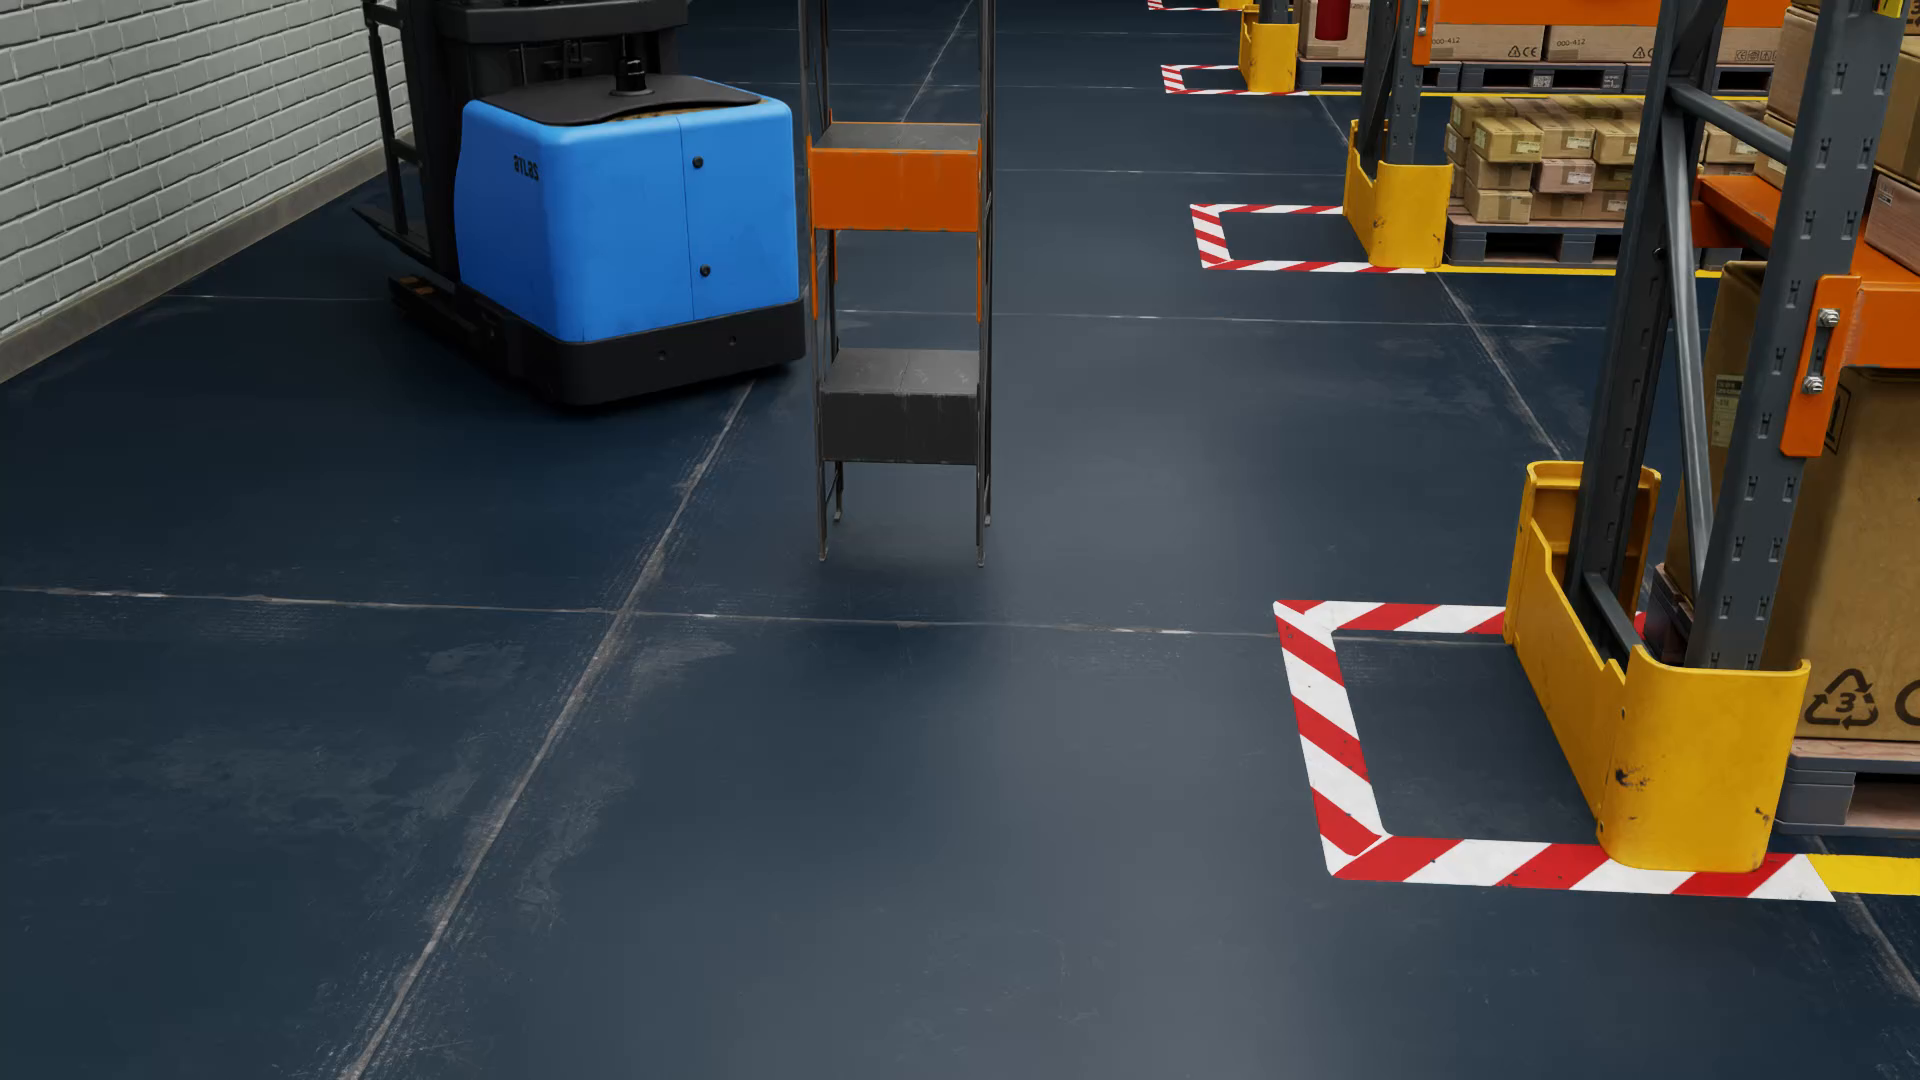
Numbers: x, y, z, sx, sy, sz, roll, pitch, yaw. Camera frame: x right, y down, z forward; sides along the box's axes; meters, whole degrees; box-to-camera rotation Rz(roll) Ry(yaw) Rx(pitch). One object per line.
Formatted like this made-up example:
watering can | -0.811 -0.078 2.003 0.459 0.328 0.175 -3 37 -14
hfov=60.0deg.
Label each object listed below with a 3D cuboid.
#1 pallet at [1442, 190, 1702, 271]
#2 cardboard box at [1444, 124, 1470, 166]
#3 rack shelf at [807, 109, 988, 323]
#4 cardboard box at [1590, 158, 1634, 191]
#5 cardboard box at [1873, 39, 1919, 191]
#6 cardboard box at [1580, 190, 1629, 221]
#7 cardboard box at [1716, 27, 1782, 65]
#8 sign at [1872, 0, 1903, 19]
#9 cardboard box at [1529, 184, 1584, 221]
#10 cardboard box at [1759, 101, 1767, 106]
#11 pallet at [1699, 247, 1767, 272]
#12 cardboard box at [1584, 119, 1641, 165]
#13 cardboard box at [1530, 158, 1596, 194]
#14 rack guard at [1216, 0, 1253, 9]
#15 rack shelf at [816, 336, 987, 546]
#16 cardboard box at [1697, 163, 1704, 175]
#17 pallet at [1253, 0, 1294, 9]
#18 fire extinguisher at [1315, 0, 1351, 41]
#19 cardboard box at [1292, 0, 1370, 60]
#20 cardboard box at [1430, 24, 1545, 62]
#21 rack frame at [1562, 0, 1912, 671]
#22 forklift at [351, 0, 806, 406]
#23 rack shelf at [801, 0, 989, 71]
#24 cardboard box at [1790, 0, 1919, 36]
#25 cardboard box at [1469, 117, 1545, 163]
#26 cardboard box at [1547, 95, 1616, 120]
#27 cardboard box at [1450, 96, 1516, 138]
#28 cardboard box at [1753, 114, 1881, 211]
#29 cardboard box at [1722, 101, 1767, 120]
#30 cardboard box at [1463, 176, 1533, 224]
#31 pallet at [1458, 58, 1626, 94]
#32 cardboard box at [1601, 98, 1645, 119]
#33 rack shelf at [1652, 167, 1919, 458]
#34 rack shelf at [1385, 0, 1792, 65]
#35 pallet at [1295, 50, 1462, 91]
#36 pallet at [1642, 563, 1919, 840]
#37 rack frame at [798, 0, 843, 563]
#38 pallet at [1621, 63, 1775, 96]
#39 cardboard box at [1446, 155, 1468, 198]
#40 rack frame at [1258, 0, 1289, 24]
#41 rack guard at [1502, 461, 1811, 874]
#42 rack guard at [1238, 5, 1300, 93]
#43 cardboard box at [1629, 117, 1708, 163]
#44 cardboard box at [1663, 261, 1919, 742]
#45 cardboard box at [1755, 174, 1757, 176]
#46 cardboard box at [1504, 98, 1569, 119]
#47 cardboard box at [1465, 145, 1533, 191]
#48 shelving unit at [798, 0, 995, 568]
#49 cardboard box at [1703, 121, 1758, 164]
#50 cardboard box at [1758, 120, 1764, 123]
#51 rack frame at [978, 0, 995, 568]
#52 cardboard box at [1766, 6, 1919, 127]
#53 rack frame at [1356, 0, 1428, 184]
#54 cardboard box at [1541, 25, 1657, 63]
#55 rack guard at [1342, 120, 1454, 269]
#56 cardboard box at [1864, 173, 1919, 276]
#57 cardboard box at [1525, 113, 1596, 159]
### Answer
pallet | 3.044 -1.630 8.539 1.213 0.211 1.003 2 25 4
cardboard box | 2.709 -2.072 8.718 0.250 0.149 0.380 1 25 3
rack shelf | -0.165 -0.947 4.828 0.480 0.518 0.431 2 25 4
cardboard box | 3.183 -1.843 8.220 0.250 0.149 0.380 2 25 5
cardboard box | 2.138 -0.815 3.255 0.500 0.250 0.500 1 25 3
cardboard box | 3.174 -1.706 8.276 0.250 0.149 0.380 2 25 5
cardboard box | 5.809 -3.969 12.851 0.875 0.438 0.875 1 25 3
sign | 1.632 -1.074 2.864 0.005 0.325 0.100 2 25 4
cardboard box | 2.926 -1.711 8.288 0.250 0.149 0.380 2 25 4
cardboard box | 4.265 -2.135 8.499 0.250 0.149 0.380 2 25 4
pallet | 4.257 -1.589 8.452 1.213 0.211 1.003 2 25 4
cardboard box | 3.183 -1.927 8.046 0.250 0.149 0.380 2 25 4
cardboard box | 2.932 -1.814 8.157 0.250 0.149 0.380 2 25 4
rack guard | 2.891 -5.937 17.554 0.348 0.500 1.175 2 25 4
rack shelf | -0.165 -0.311 5.121 0.480 0.518 0.431 2 25 4
cardboard box | 3.431 -1.790 8.104 0.250 0.149 0.380 3 25 6
pallet | 3.686 -5.780 17.560 1.213 0.211 1.003 2 25 4
fire extinguisher | 1.945 -2.935 8.579 0.183 0.674 0.296 2 25 4
cardboard box | 3.105 -4.053 13.033 0.875 0.438 0.875 1 25 2
cardboard box | 4.018 -4.027 12.977 0.875 0.438 0.875 2 25 5
rack frame | 1.680 -0.875 3.564 0.127 3.000 1.000 2 25 4
forklift | -1.897 -2.385 6.928 1.130 2.935 3.031 -17 30 -33
rack shelf | -0.165 -1.583 4.536 0.480 0.518 0.431 2 25 4
cardboard box | 2.186 -1.377 3.581 0.500 0.500 0.500 2 25 5
cardboard box | 2.657 -1.947 8.089 0.250 0.149 0.380 1 25 2
cardboard box | 3.222 -2.207 8.654 0.250 0.149 0.380 1 25 3
cardboard box | 2.708 -2.194 8.626 0.250 0.149 0.380 2 25 5
cardboard box | 2.061 -0.887 3.890 0.250 0.149 0.380 2 25 5
cardboard box | 4.002 -2.132 8.491 0.250 0.149 0.380 1 25 2
cardboard box | 2.659 -1.685 8.232 0.250 0.149 0.380 2 25 5
pallet | 4.455 -3.706 13.051 1.213 0.211 1.003 2 25 4
cardboard box | 3.475 -2.172 8.578 0.250 0.149 0.380 1 25 2
rack shelf | 3.674 -0.485 3.575 4.000 0.370 1.077 2 25 4
rack shelf | 4.155 -2.549 8.061 4.000 0.370 1.077 2 25 4
pallet | 3.242 -3.746 13.139 1.213 0.211 1.003 2 25 4
pallet | 2.483 0.384 4.162 1.213 0.211 1.003 2 25 4
rack frame | -0.408 -0.967 4.840 0.015 2.100 0.400 2 25 4
pallet | 5.675 -3.668 12.969 1.213 0.211 1.003 2 25 4
cardboard box | 2.702 -1.905 8.710 0.250 0.149 0.380 2 25 5
rack frame | 2.439 -5.006 12.540 0.127 3.000 1.000 2 25 4
rack guard | 1.656 0.259 4.088 0.348 0.500 1.175 2 25 4
rack guard | 2.415 -3.871 13.065 0.348 0.500 1.175 2 25 4
cardboard box | 3.436 -1.953 8.103 0.250 0.149 0.380 1 25 1
cardboard box | 2.325 -0.114 3.949 0.875 0.875 0.875 2 25 4
cardboard box | 3.976 -1.830 8.190 0.250 0.149 0.380 3 25 7
cardboard box | 2.954 -2.162 8.557 0.250 0.149 0.380 2 25 5
cardboard box | 2.663 -1.847 8.227 0.250 0.149 0.380 3 25 6
shelving unit | -0.165 -0.959 4.823 0.503 2.100 0.431 2 25 4
cardboard box | 3.712 -1.941 8.076 0.250 0.149 0.380 3 25 6
cardboard box | 3.971 -1.913 8.016 0.250 0.149 0.380 2 25 5
rack frame | 0.078 -0.951 4.806 0.015 2.100 0.400 2 25 4
cardboard box | 2.184 -1.038 3.740 0.500 0.250 0.500 1 25 3
rack frame | 2.161 -2.939 8.050 0.127 3.000 1.000 2 25 4
cardboard box | 4.917 -3.998 12.913 0.875 0.438 0.875 1 25 2
rack guard | 2.236 -1.801 8.567 0.348 0.500 1.175 2 25 4
cardboard box | 2.009 -0.612 3.293 0.250 0.149 0.380 2 25 5
cardboard box | 2.941 -1.988 8.179 0.250 0.149 0.380 2 25 5
